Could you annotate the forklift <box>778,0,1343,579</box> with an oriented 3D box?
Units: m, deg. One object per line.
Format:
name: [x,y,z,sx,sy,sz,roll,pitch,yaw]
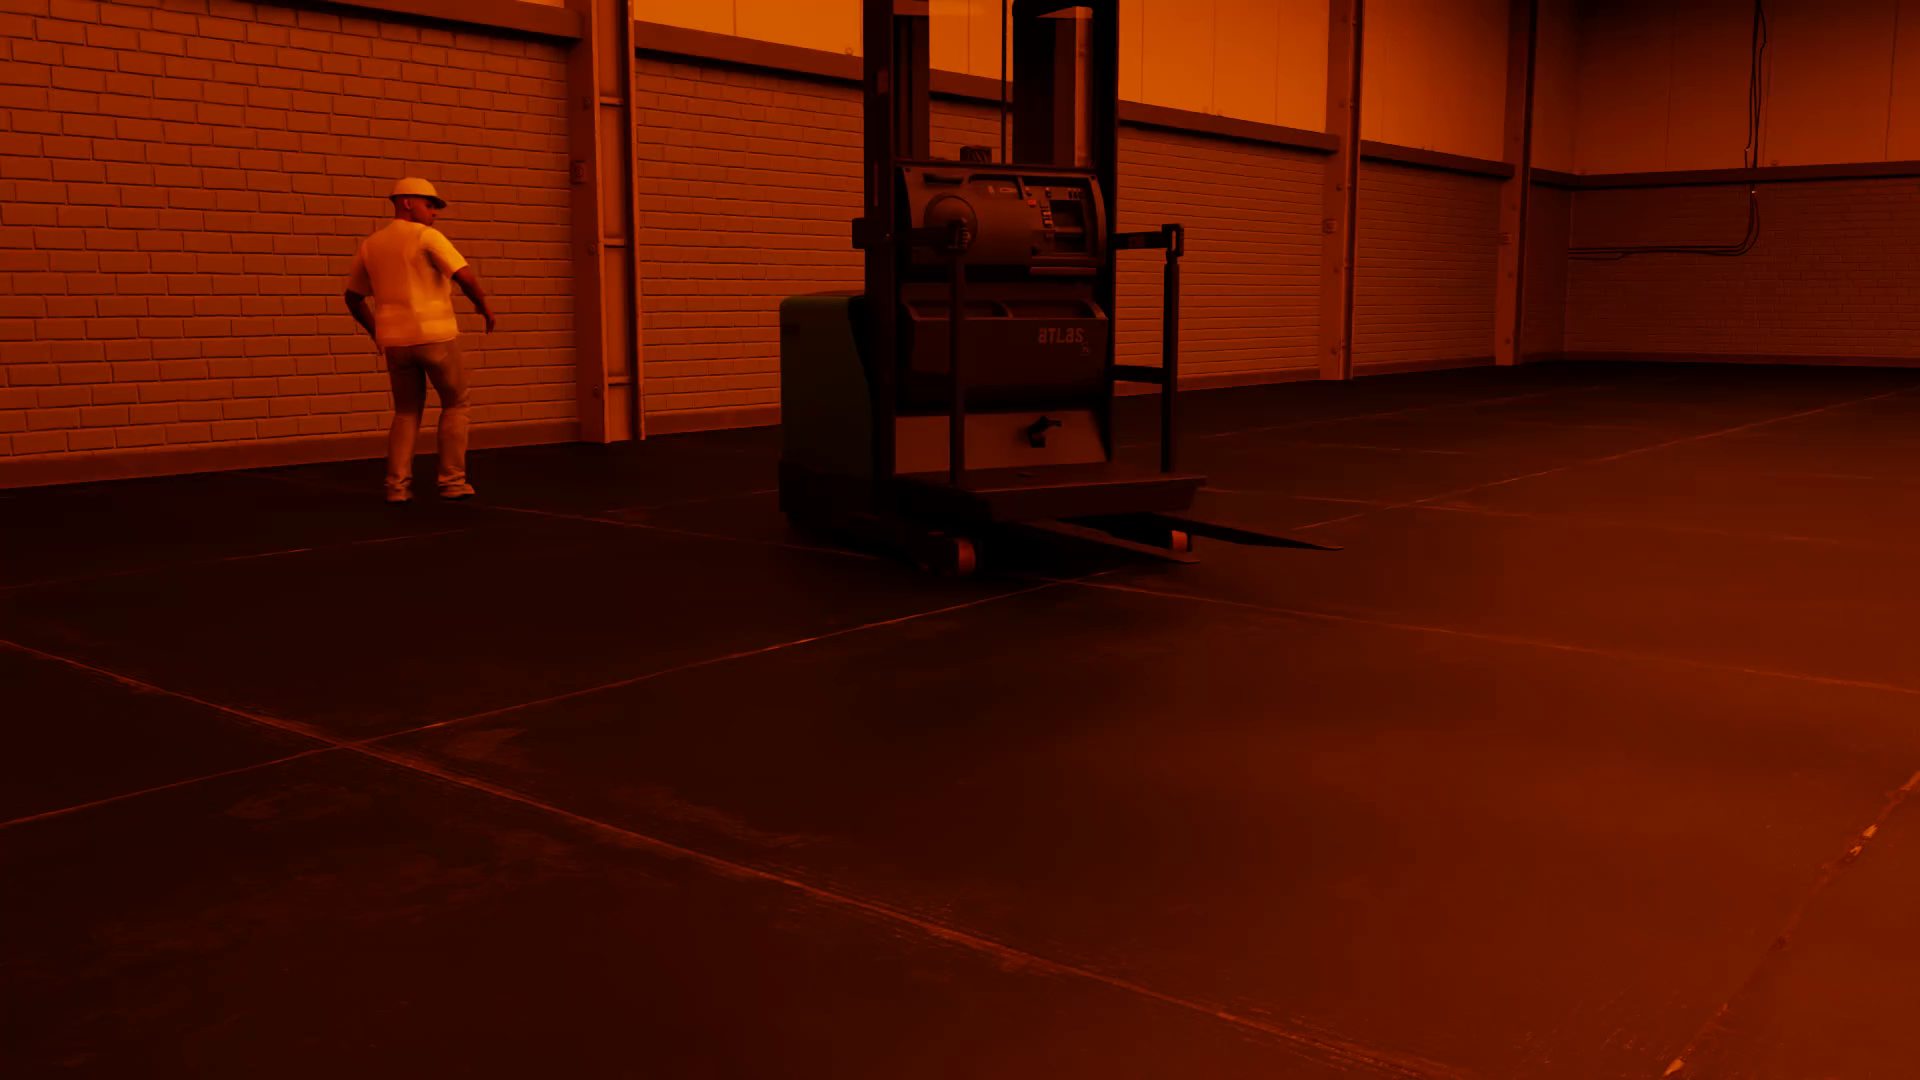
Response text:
forklift: [0.294,-1.373,6.664,1.130,2.935,3.031,-5,9,-28]

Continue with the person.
person: [-2.856,-1.051,8.796,0.818,1.709,0.550,2,9,13]
